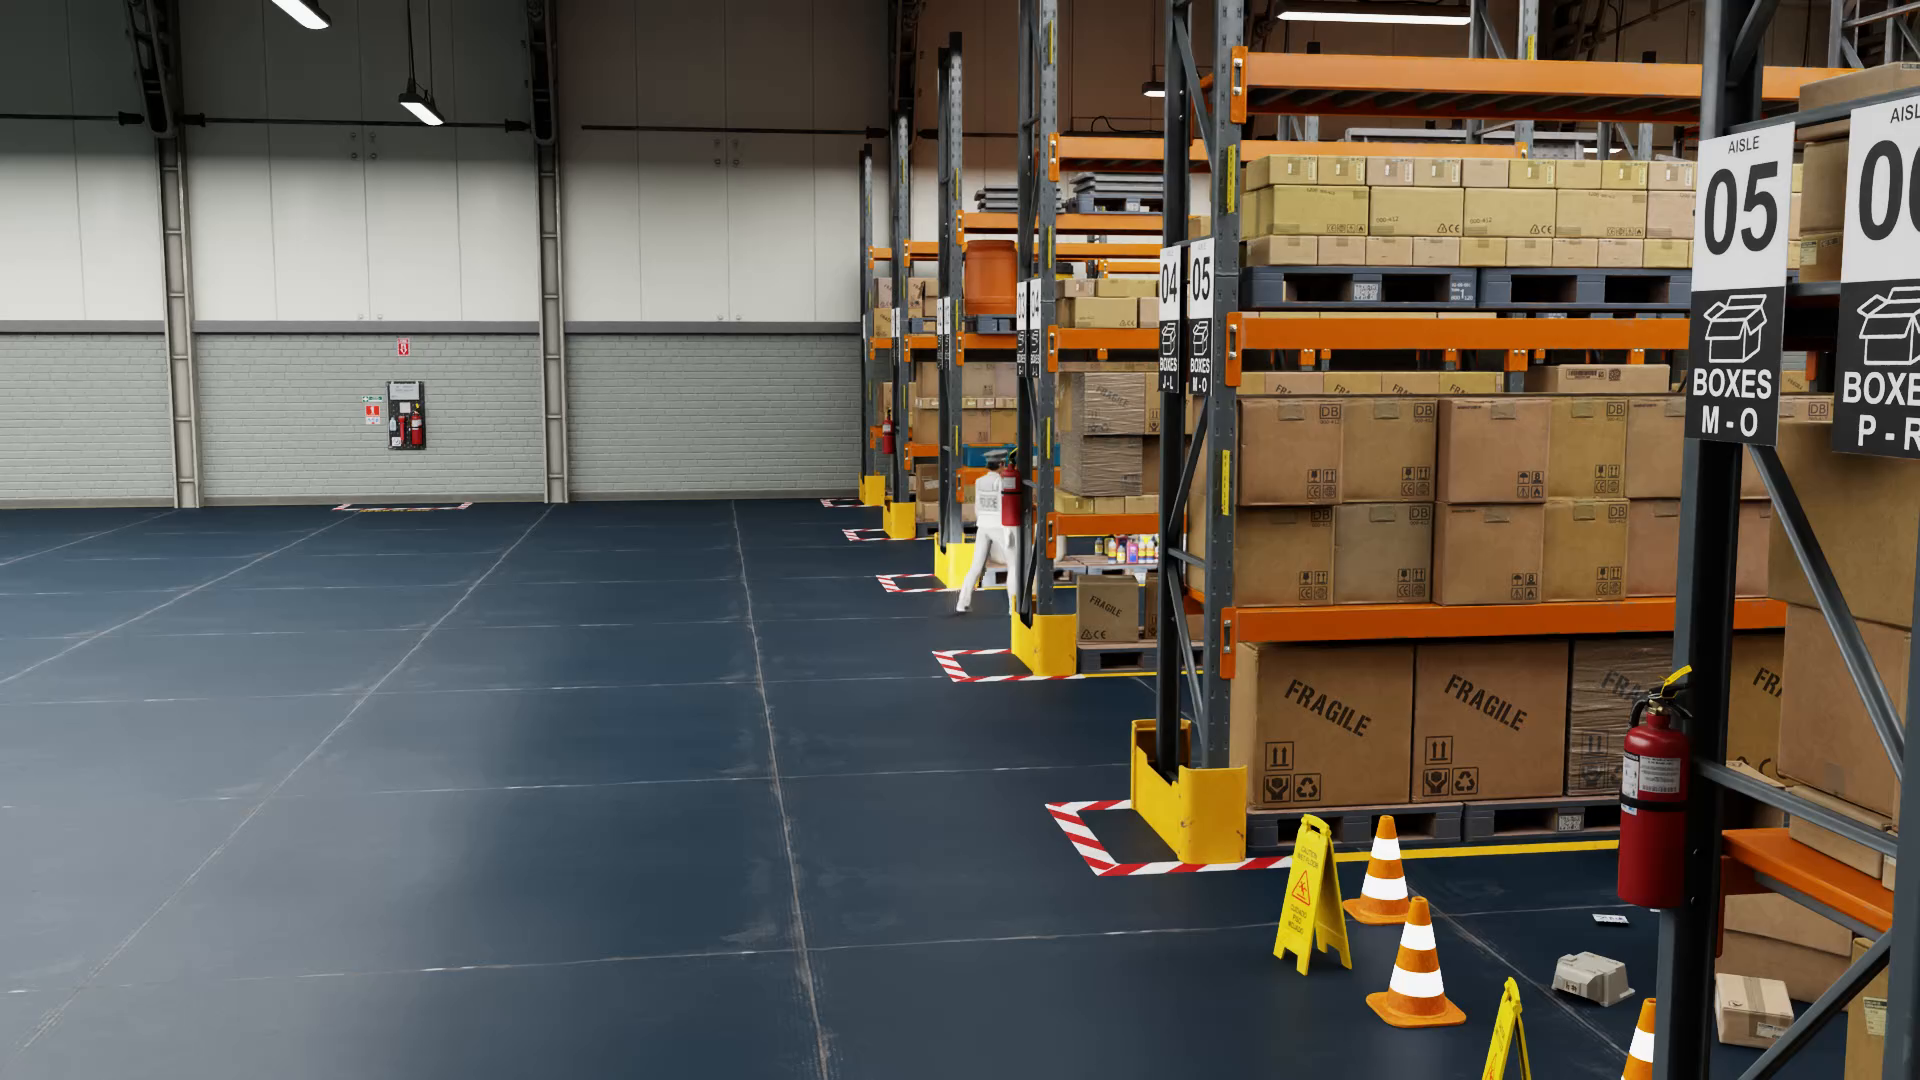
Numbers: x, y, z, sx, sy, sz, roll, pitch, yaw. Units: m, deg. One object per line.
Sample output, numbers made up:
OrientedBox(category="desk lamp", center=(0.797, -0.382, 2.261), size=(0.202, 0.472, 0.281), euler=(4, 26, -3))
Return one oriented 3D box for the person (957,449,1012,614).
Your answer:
OrientedBox(category="person", center=(0.319, -0.079, 16.538), size=(0.545, 1.635, 0.755), euler=(7, 9, 44))
